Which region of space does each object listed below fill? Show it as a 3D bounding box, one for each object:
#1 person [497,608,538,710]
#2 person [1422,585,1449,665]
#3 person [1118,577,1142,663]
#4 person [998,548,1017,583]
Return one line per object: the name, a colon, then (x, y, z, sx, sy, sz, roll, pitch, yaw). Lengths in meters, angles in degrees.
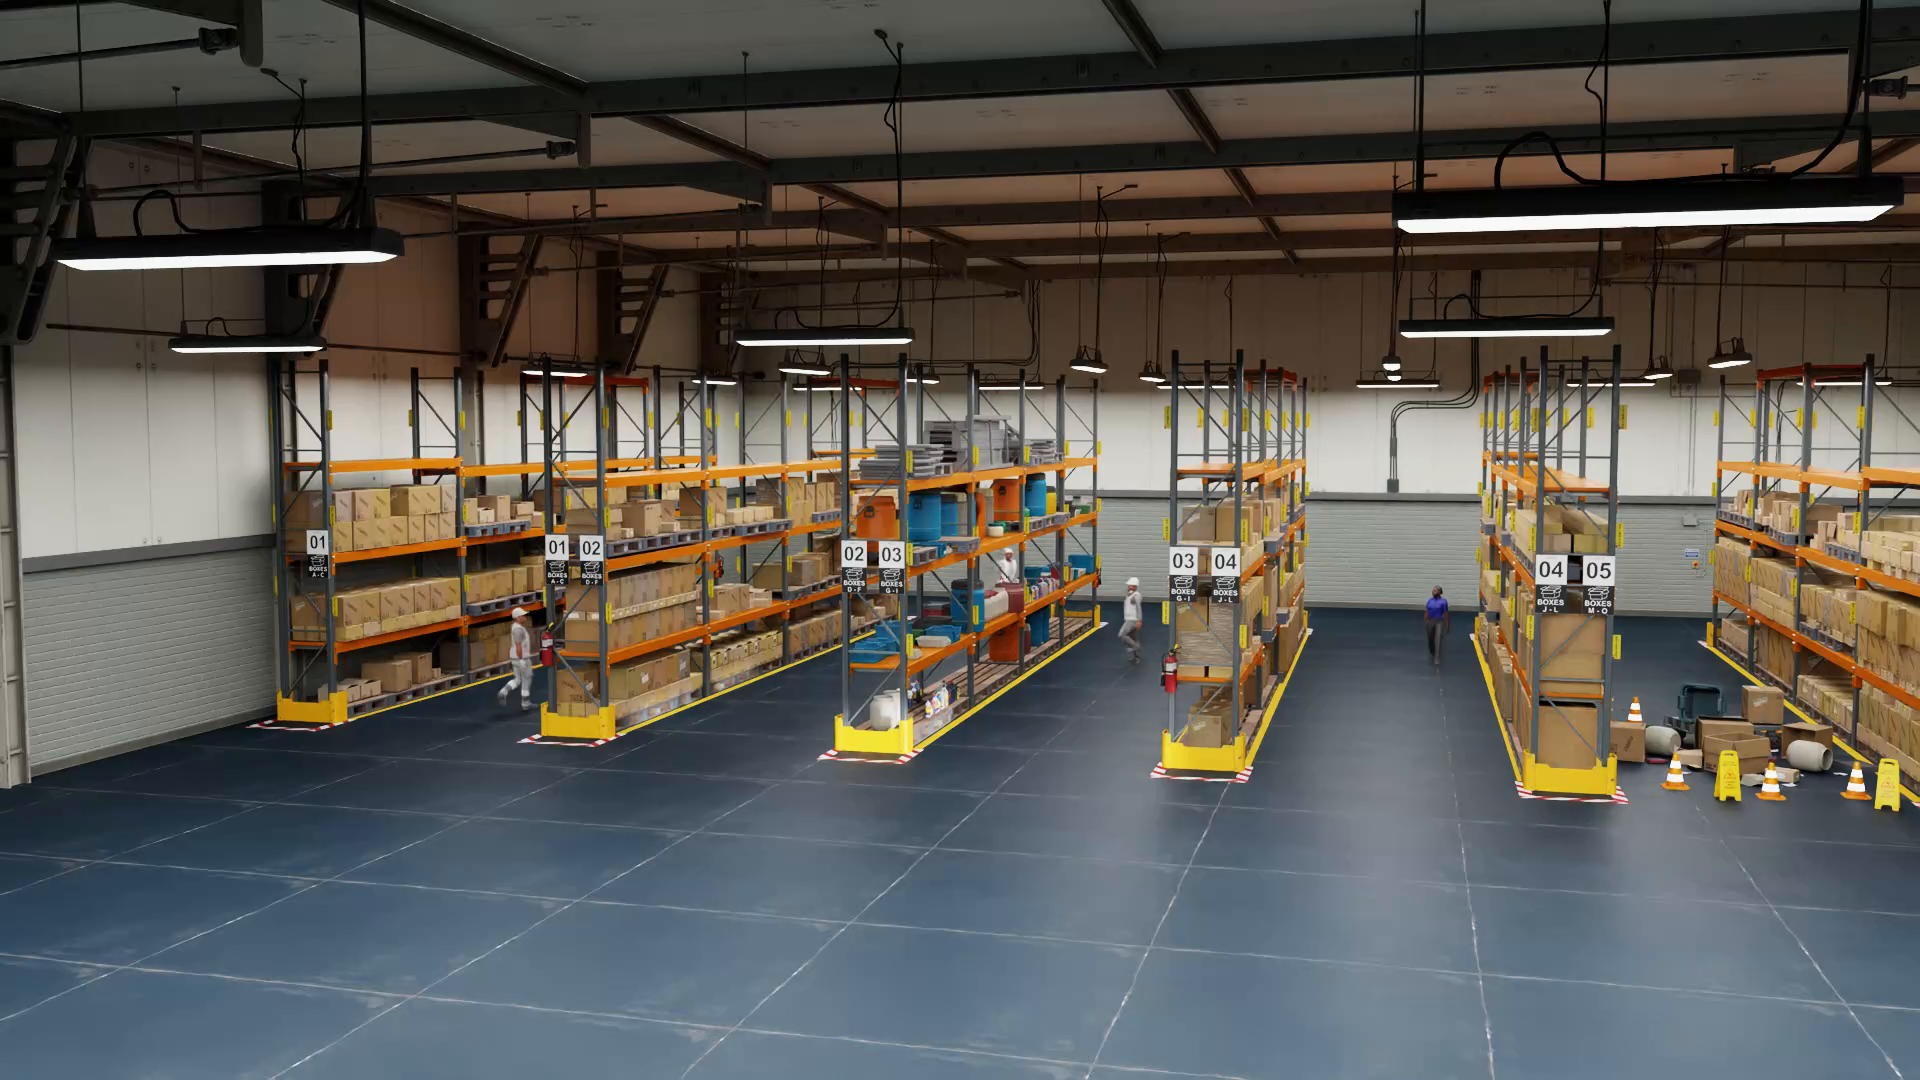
person: (-7.614, 2.049, 28.599, 0.725, 1.779, 0.522, -4, 6, -43)
person: (9.800, 1.734, 34.237, 0.539, 1.608, 0.950, 2, 4, 23)
person: (3.472, 1.653, 34.115, 0.510, 1.771, 0.596, 0, 4, -1)
person: (1.258, 1.083, 42.536, 1.061, 1.746, 0.693, 3, 5, 34)
